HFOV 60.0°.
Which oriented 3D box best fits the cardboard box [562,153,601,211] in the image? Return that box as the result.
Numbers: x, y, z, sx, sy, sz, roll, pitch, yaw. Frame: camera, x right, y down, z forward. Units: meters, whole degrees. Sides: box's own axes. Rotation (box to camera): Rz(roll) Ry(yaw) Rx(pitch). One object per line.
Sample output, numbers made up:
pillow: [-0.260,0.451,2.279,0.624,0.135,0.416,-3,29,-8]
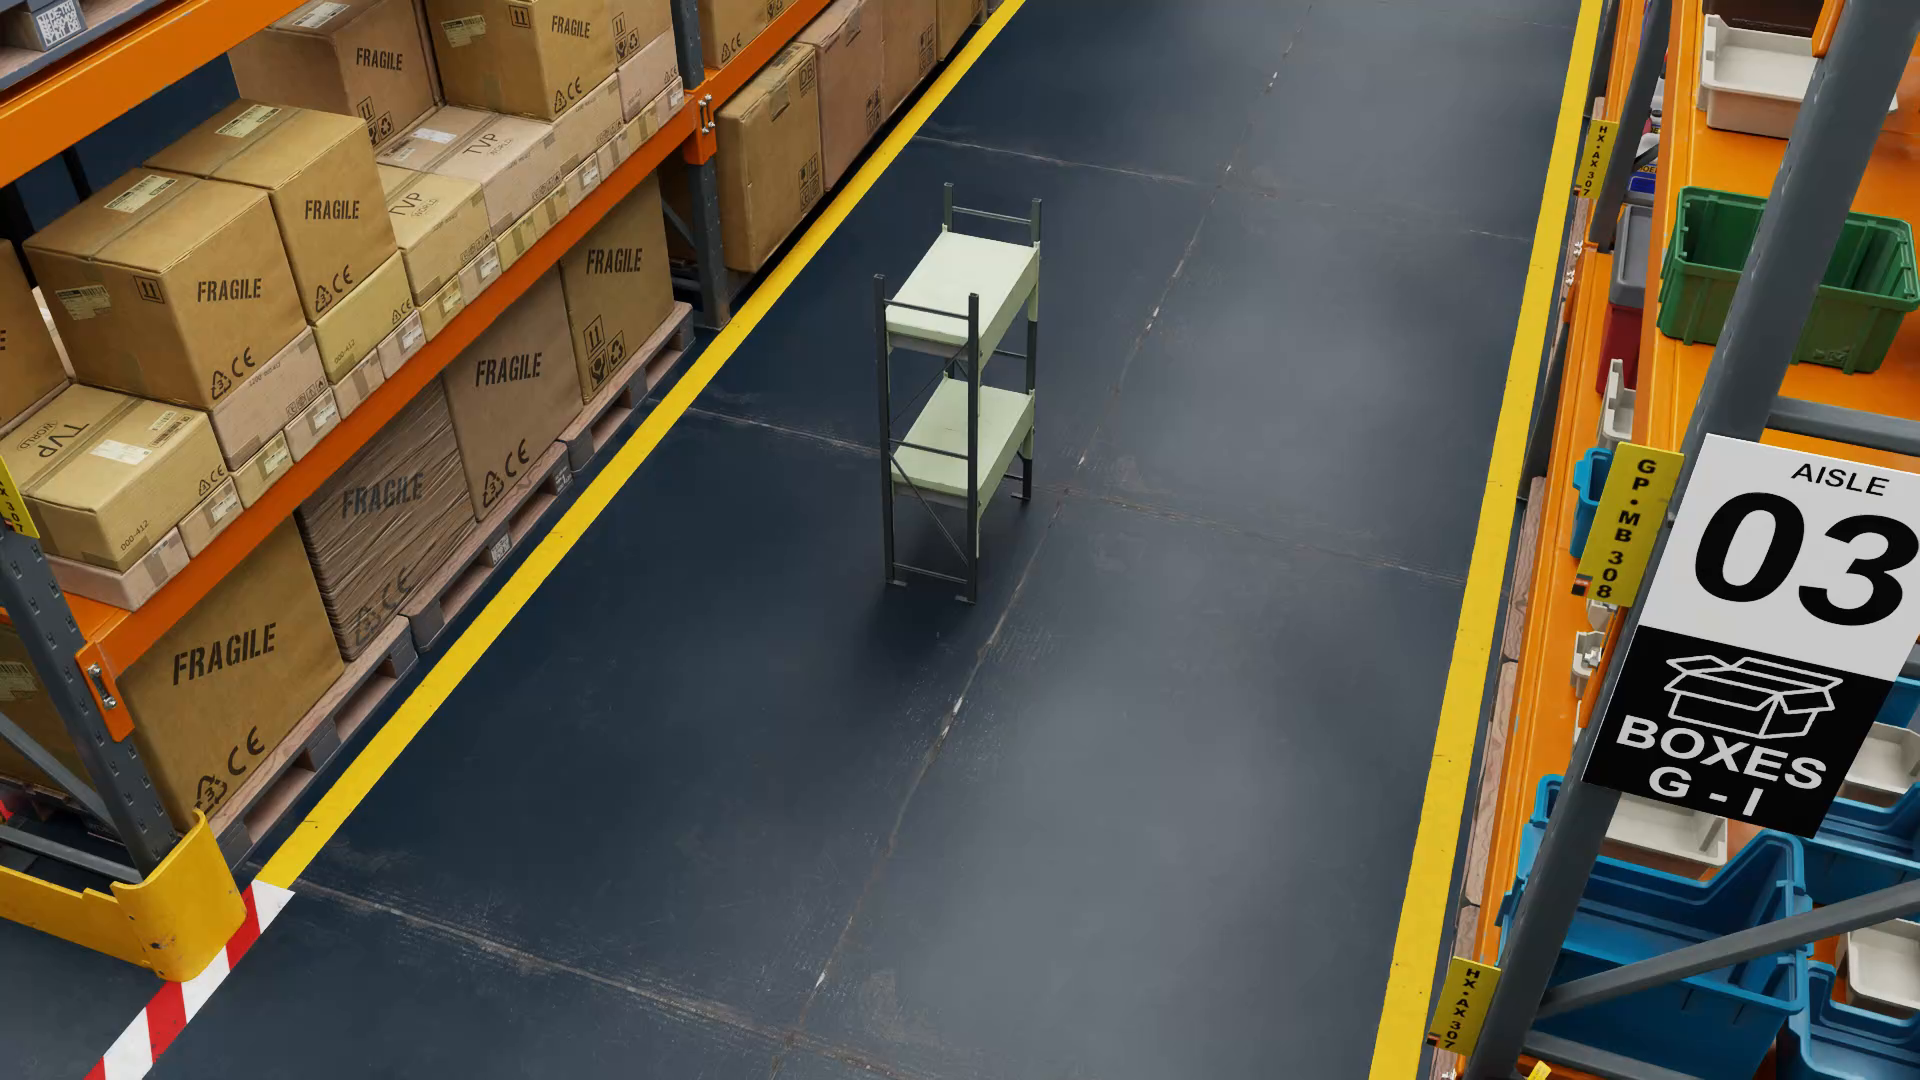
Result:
cardboard box: [-1.731,-1.521,6.916,0.380,0.149,0.250,14,42,16]

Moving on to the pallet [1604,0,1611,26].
pallet: [5.072,-3.831,11.578,1.003,0.211,1.213,13,42,15]

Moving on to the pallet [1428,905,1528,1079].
pallet: [1.934,1.759,5.025,1.003,0.211,1.213,13,42,15]

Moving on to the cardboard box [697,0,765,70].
cardboard box: [-1.278,-2.609,7.920,0.500,0.500,0.500,13,42,15]

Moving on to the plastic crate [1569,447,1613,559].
plastic crate: [2.077,-0.076,5.111,0.416,0.233,0.300,13,42,15]

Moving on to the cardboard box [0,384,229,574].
cardboard box: [-2.621,-0.195,5.054,0.500,0.250,0.500,12,42,14]

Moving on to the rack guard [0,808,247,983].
rack guard: [-3.047,1.059,5.623,1.175,0.500,0.348,13,42,15]

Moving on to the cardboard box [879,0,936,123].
cardboard box: [-0.870,-3.179,9.979,1.225,0.875,0.875,13,42,15]

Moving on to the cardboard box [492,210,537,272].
cardboard box: [-1.906,-1.208,6.548,0.380,0.149,0.250,13,42,14]

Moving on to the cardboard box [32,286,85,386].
cardboard box: [-2.948,-0.626,5.559,0.500,0.250,0.500,13,42,14]

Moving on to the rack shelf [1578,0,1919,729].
rack shelf: [2.300,-0.894,4.231,1.077,0.370,4.000,13,42,15]

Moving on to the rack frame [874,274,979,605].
rack frame: [-0.123,-0.351,6.506,0.400,1.500,0.023,13,42,15]

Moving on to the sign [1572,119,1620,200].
sign: [2.467,-1.475,6.455,0.100,0.325,0.005,13,42,15]

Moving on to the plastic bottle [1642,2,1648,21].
plastic bottle: [3.440,-2.676,8.175,0.097,0.271,0.097,0,40,0]

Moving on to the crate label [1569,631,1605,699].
crate label: [1.910,0.384,4.646,0.396,0.136,0.243,13,42,15]

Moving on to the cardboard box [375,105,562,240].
cardboard box: [-1.924,-1.447,6.522,0.500,0.250,0.500,14,42,16]

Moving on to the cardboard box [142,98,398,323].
cardboard box: [-2.278,-1.103,5.540,0.500,0.500,0.500,12,42,14]

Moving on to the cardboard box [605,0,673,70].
cardboard box: [-1.577,-2.348,6.999,0.500,0.500,0.500,14,43,16]

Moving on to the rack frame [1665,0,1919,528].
rack frame: [1.616,-1.089,1.594,1.000,3.000,0.127,13,42,15]

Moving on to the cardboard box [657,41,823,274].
cardboard box: [-1.471,-2.092,8.705,1.225,0.875,0.875,13,42,15]

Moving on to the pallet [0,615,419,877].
pallet: [-2.839,0.649,6.326,1.003,0.211,1.213,13,42,15]

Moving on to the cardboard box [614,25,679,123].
cardboard box: [-1.575,-2.075,7.257,0.500,0.250,0.500,13,42,14]

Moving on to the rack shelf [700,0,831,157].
rack shelf: [-0.987,-3.292,9.352,1.077,0.370,4.000,13,42,15]

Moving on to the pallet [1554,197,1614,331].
pallet: [3.702,-1.394,8.721,1.003,0.211,1.213,13,42,15]

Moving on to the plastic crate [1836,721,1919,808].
plastic crate: [2.429,0.602,4.391,0.250,0.136,0.298,13,42,15]

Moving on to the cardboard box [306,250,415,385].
cardboard box: [-2.274,-0.820,5.786,0.500,0.250,0.500,12,42,14]

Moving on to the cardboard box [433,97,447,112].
cardboard box: [-2.252,-1.872,7.019,0.500,0.250,0.500,13,42,15]

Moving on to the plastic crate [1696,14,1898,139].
plastic crate: [2.089,-1.163,4.195,0.437,0.136,0.530,13,42,15]

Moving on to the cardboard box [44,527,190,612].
cardboard box: [-2.607,0.046,5.079,0.380,0.149,0.250,14,42,16]

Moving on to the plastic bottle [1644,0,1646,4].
plastic bottle: [3.518,-2.817,8.340,0.097,0.271,0.097,0,40,0]

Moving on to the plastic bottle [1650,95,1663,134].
plastic bottle: [2.940,-1.735,7.068,0.152,0.276,0.135,13,42,15]

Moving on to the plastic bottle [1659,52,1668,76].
plastic bottle: [3.054,-1.974,7.291,0.144,0.351,0.185,13,42,15]

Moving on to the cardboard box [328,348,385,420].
cardboard box: [-2.257,-0.581,5.814,0.380,0.149,0.250,13,42,14]

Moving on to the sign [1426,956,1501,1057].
sign: [1.093,1.019,3.619,0.100,0.325,0.005,13,42,15]

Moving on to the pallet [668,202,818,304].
pallet: [-1.478,-1.773,9.165,1.003,0.211,1.213,13,42,15]

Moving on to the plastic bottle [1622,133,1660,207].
plastic bottle: [2.815,-1.512,6.806,0.152,0.276,0.135,13,42,15]

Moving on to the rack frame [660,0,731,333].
rack frame: [-1.671,-2.346,7.689,1.000,3.000,0.127,13,42,15]

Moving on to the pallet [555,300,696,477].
pallet: [-2.004,-0.839,8.071,1.003,0.211,1.213,13,42,15]

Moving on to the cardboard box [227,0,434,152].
cardboard box: [-2.424,-1.835,6.398,0.500,0.500,0.500,12,42,14]

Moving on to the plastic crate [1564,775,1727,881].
plastic crate: [1.725,0.733,4.237,0.396,0.136,0.243,13,42,15]

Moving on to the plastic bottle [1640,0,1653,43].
plastic bottle: [3.367,-2.533,7.946,0.144,0.351,0.185,13,42,15]

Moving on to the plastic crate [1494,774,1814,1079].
plastic crate: [1.555,0.911,3.798,0.616,0.435,0.499,13,42,15]

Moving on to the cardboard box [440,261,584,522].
cardboard box: [-2.279,-0.764,7.148,0.875,0.875,0.875,13,42,15]

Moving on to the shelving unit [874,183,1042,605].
shelving unit: [0.002,-0.575,6.768,0.431,1.500,0.755,13,42,15]

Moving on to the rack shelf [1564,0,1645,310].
rack shelf: [3.668,-2.193,8.064,1.077,0.370,4.000,13,42,15]

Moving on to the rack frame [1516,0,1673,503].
rack frame: [2.984,-1.247,6.400,1.000,3.000,0.127,13,42,15]

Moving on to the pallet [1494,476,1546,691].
pallet: [2.769,0.271,6.770,1.003,0.211,1.213,13,42,15]

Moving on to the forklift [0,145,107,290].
forklift: [-4.598,-1.907,7.227,1.130,2.935,3.031,4,41,5]

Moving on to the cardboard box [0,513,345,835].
cardboard box: [-2.895,0.334,5.861,0.875,0.875,0.875,13,42,15]

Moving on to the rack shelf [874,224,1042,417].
rack shelf: [0.002,-0.872,6.515,0.431,0.370,0.720,13,42,15]

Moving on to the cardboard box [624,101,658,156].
cardboard box: [-1.555,-1.835,7.283,0.380,0.149,0.250,14,42,16]

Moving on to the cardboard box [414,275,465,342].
cardboard box: [-2.082,-0.893,6.179,0.380,0.149,0.250,12,42,14]

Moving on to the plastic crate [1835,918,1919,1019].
plastic crate: [2.197,1.015,3.906,0.250,0.136,0.298,13,42,15]

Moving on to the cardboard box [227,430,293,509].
cardboard box: [-2.433,-0.267,5.446,0.380,0.149,0.250,12,42,14]

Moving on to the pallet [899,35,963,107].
pallet: [-0.643,-3.261,10.909,1.003,0.211,1.213,13,42,15]

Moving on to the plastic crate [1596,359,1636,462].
plastic crate: [2.288,-0.334,5.376,0.437,0.282,0.530,13,42,15]
